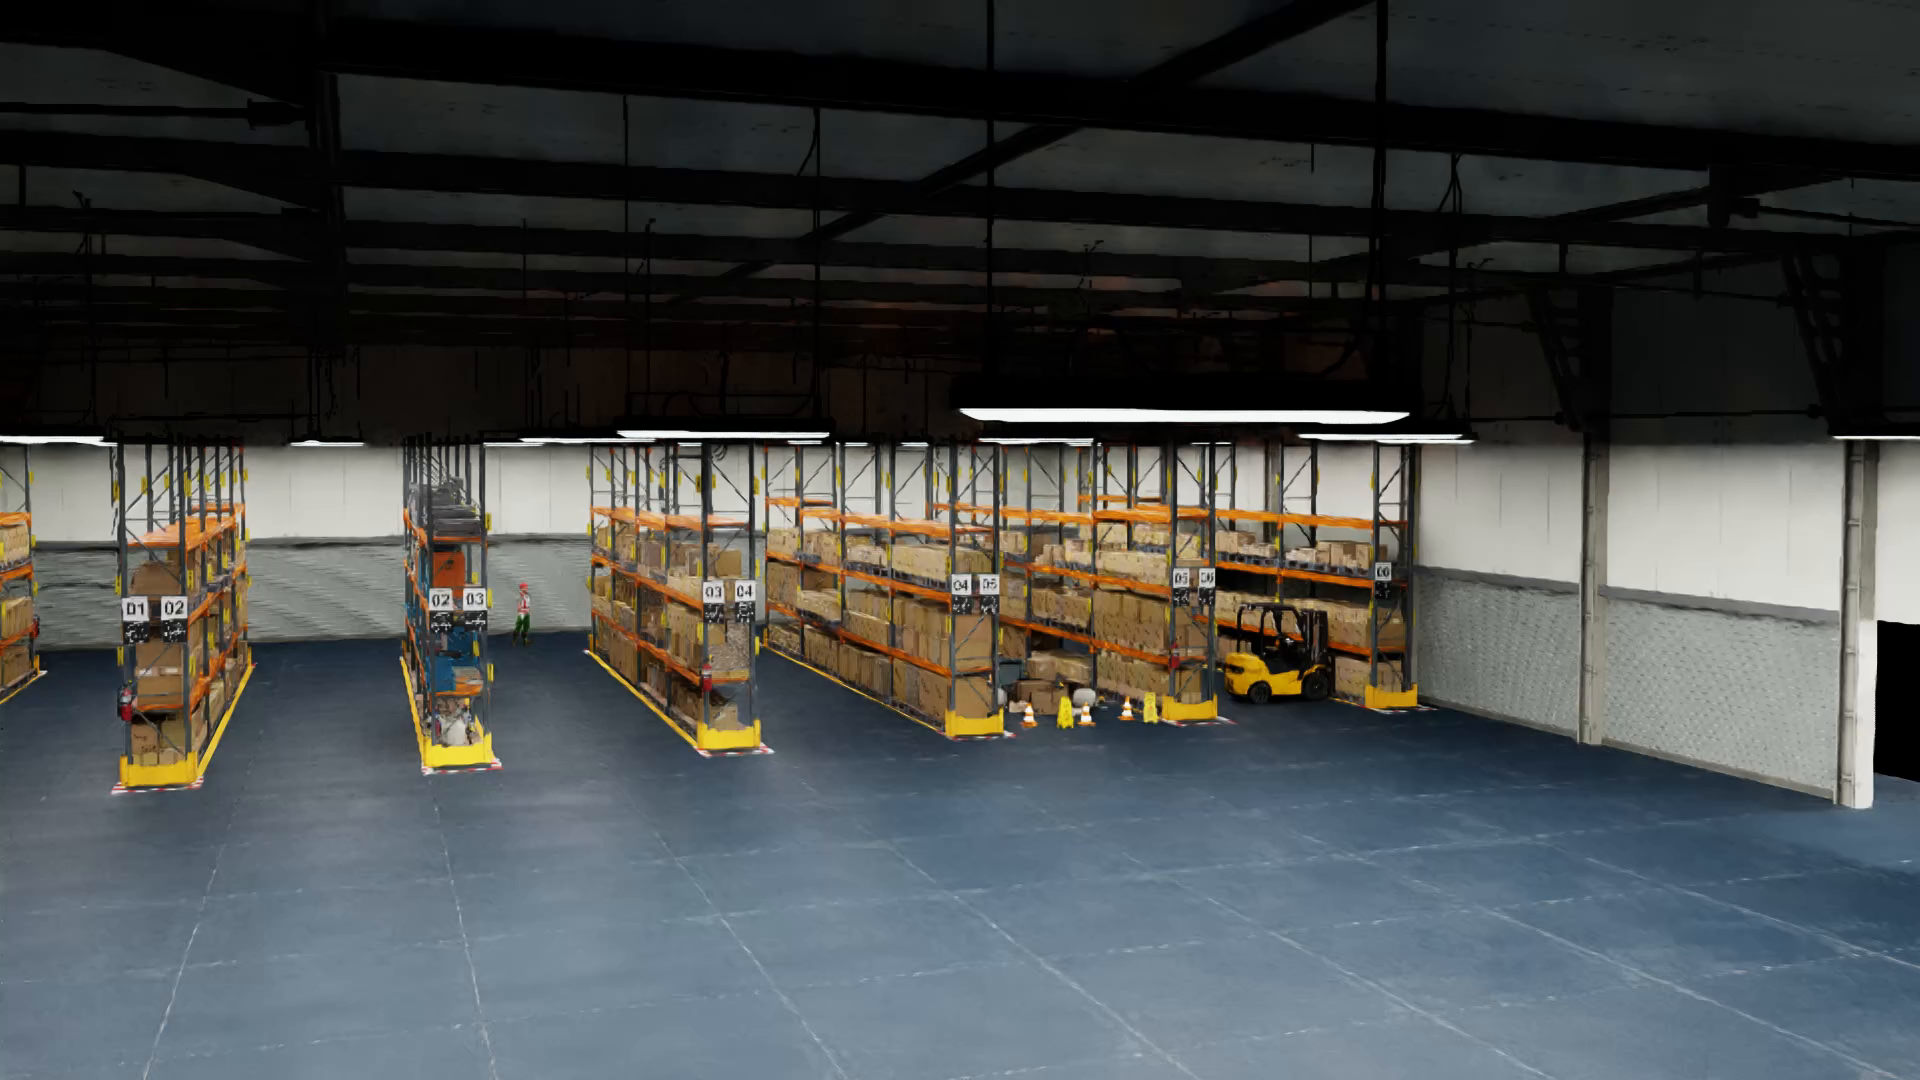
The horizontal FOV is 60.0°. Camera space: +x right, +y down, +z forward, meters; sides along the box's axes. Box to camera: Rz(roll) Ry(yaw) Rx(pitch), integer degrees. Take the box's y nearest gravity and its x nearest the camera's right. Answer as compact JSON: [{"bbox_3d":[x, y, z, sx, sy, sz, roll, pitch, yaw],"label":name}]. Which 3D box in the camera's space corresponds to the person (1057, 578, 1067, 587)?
[{"bbox_3d":[3.405,1.978,53.495,0.593,1.565,0.644,2,4,32],"label":"person"}]

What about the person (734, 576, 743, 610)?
[{"bbox_3d":[-6.770,2.031,51.816,0.611,1.643,1.019,0,3,-5],"label":"person"}]

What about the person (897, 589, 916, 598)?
[{"bbox_3d":[-1.700,1.921,53.329,0.626,1.743,0.539,2,4,33],"label":"person"}]

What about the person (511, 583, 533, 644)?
[{"bbox_3d":[-12.782,2.150,48.441,0.471,1.790,0.686,1,3,18],"label":"person"}]
